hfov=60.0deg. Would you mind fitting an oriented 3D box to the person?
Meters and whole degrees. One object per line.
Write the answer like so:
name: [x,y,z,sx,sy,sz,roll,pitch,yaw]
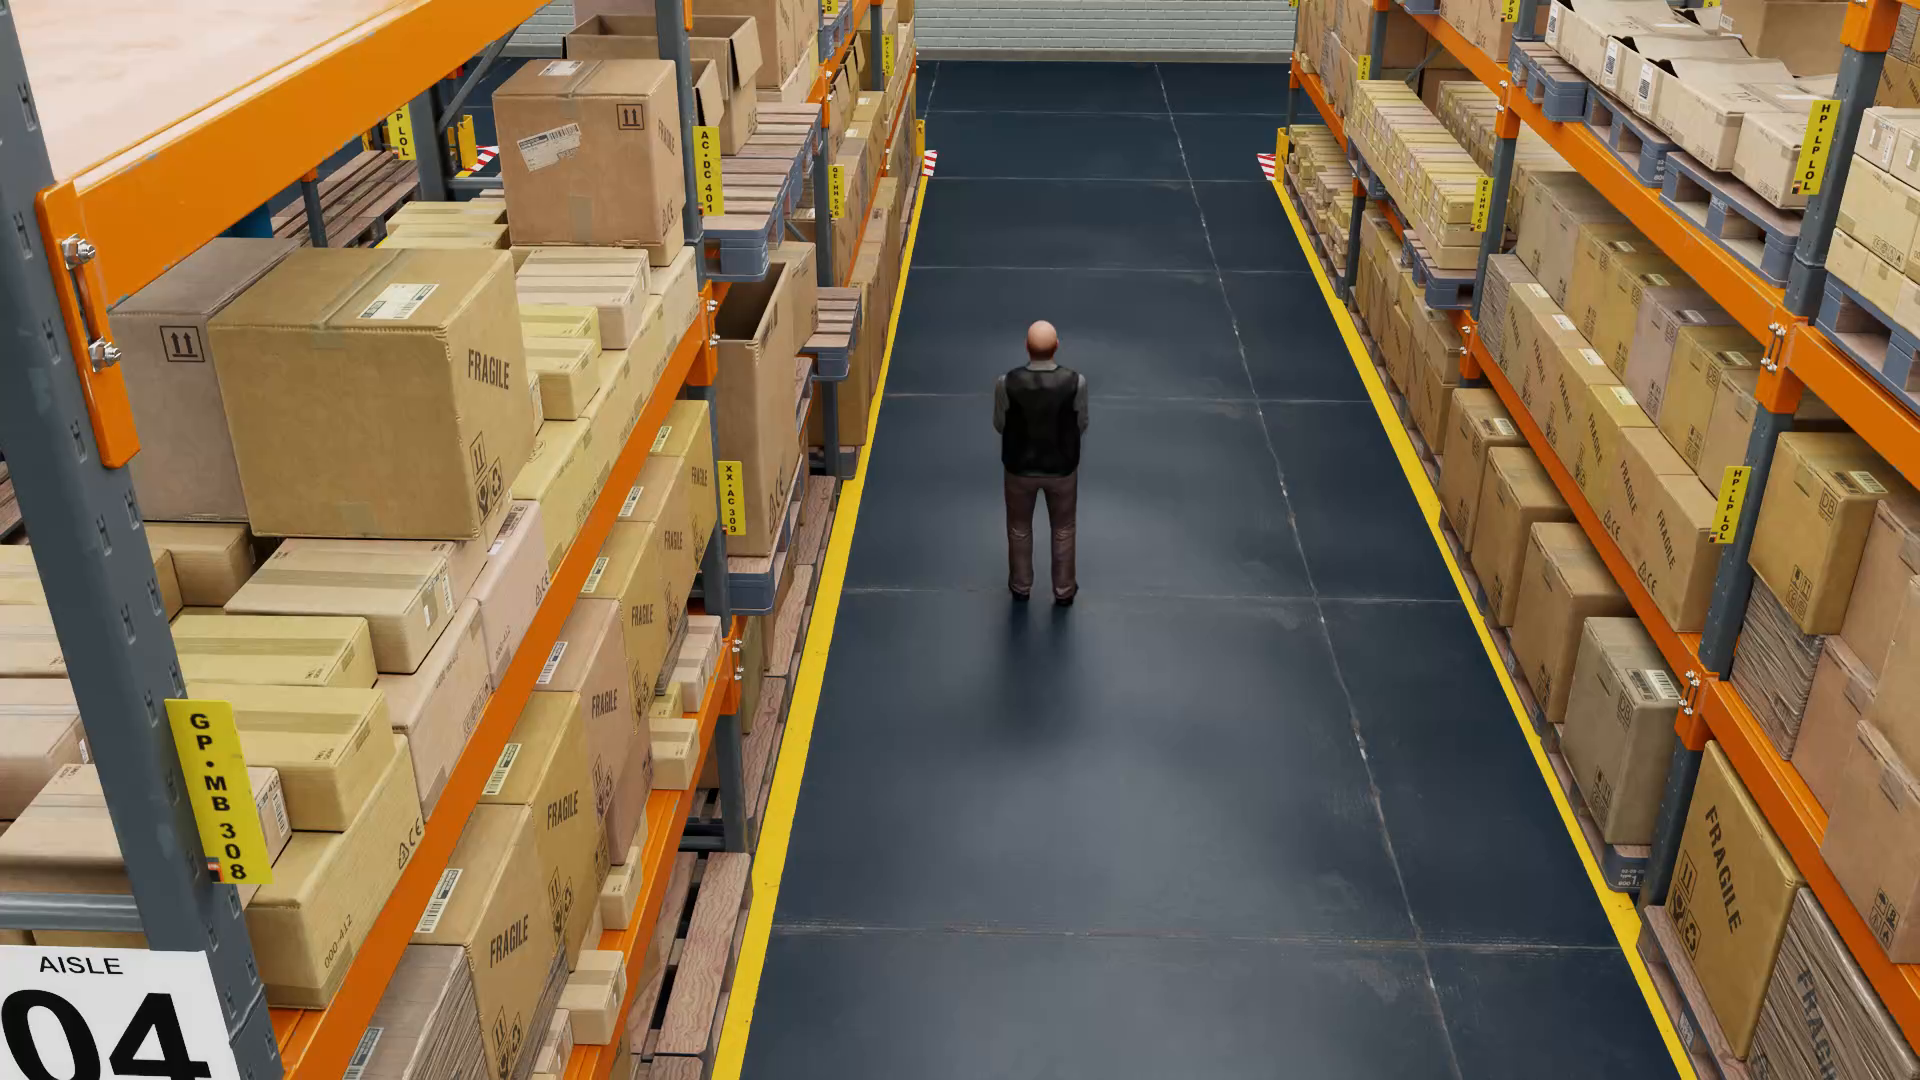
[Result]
person: [0.453,-0.441,9.478,0.539,1.727,0.504,1,28,1]
